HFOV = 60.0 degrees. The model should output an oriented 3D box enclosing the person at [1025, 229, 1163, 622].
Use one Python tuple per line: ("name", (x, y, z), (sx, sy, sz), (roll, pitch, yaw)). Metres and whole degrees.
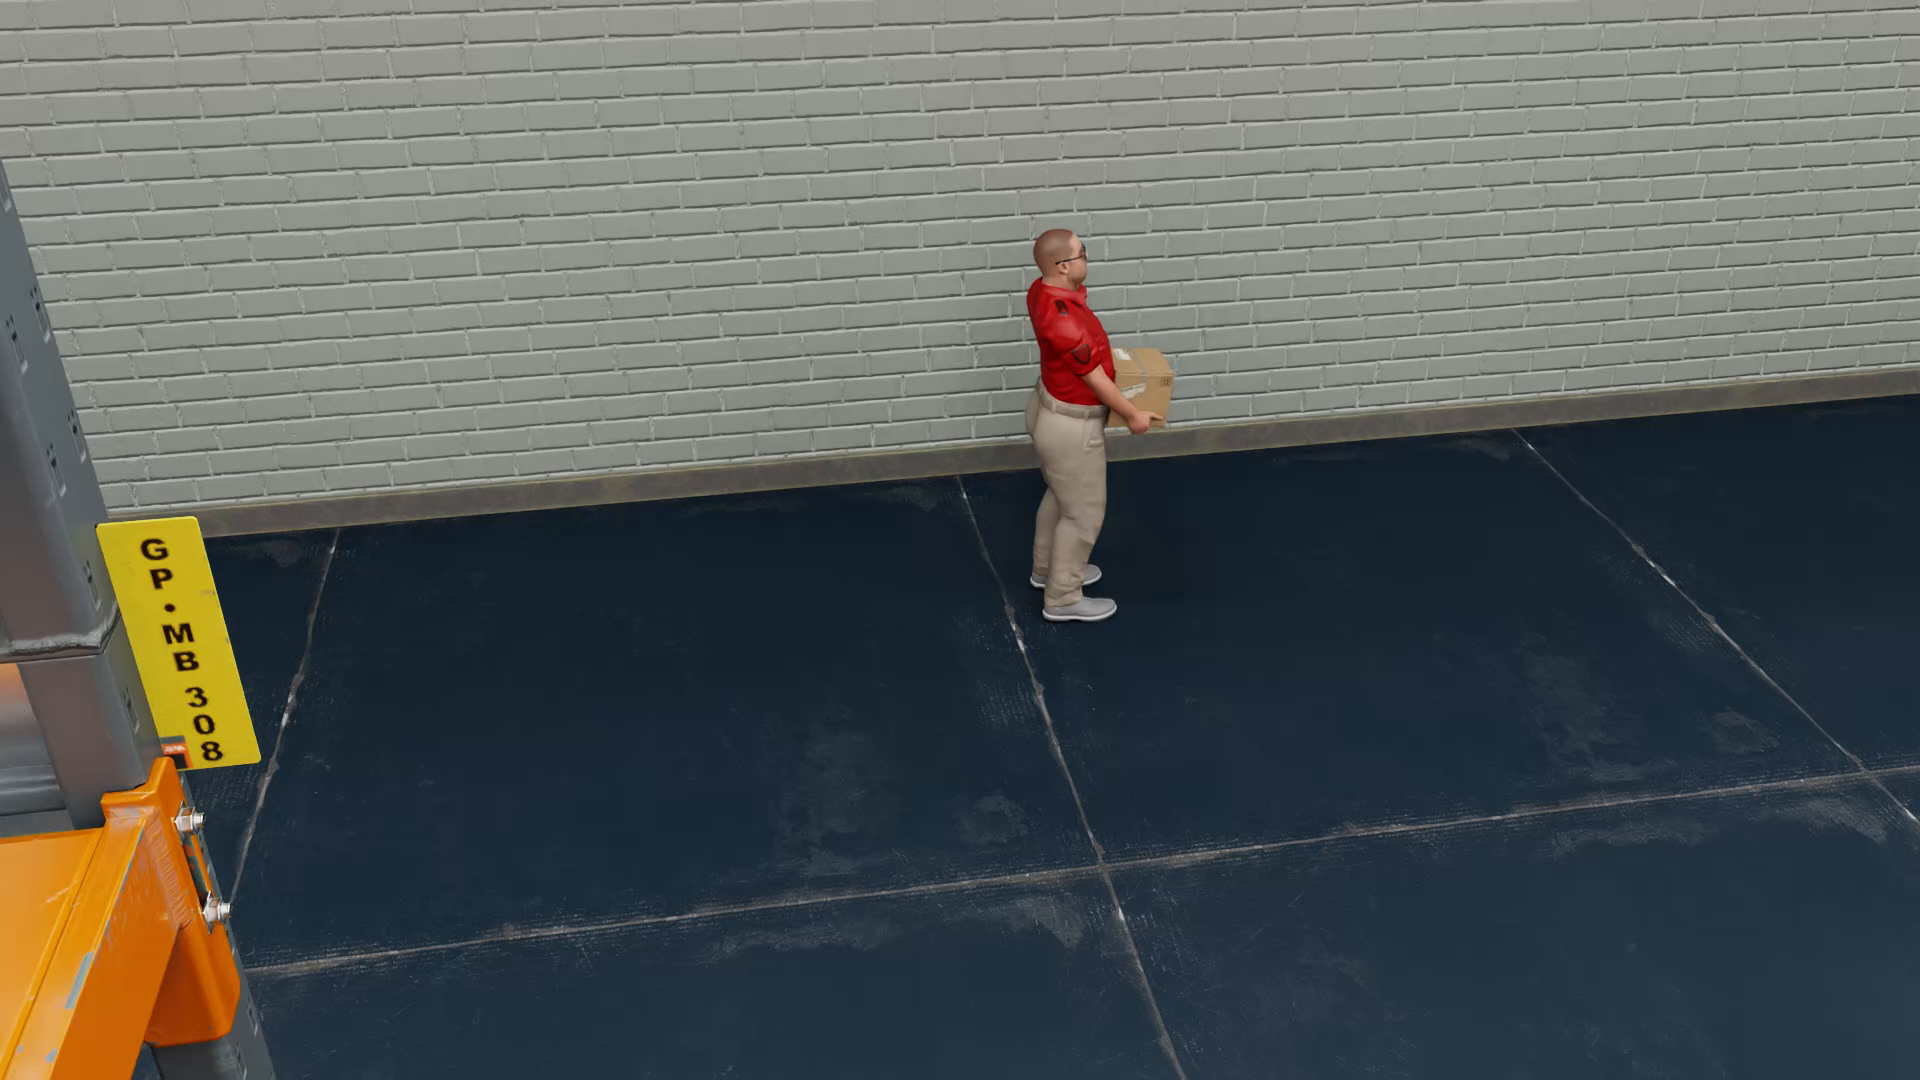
("person", (0.548, -0.492, 6.993), (0.536, 1.713, 0.494), (-5, 31, -9))
